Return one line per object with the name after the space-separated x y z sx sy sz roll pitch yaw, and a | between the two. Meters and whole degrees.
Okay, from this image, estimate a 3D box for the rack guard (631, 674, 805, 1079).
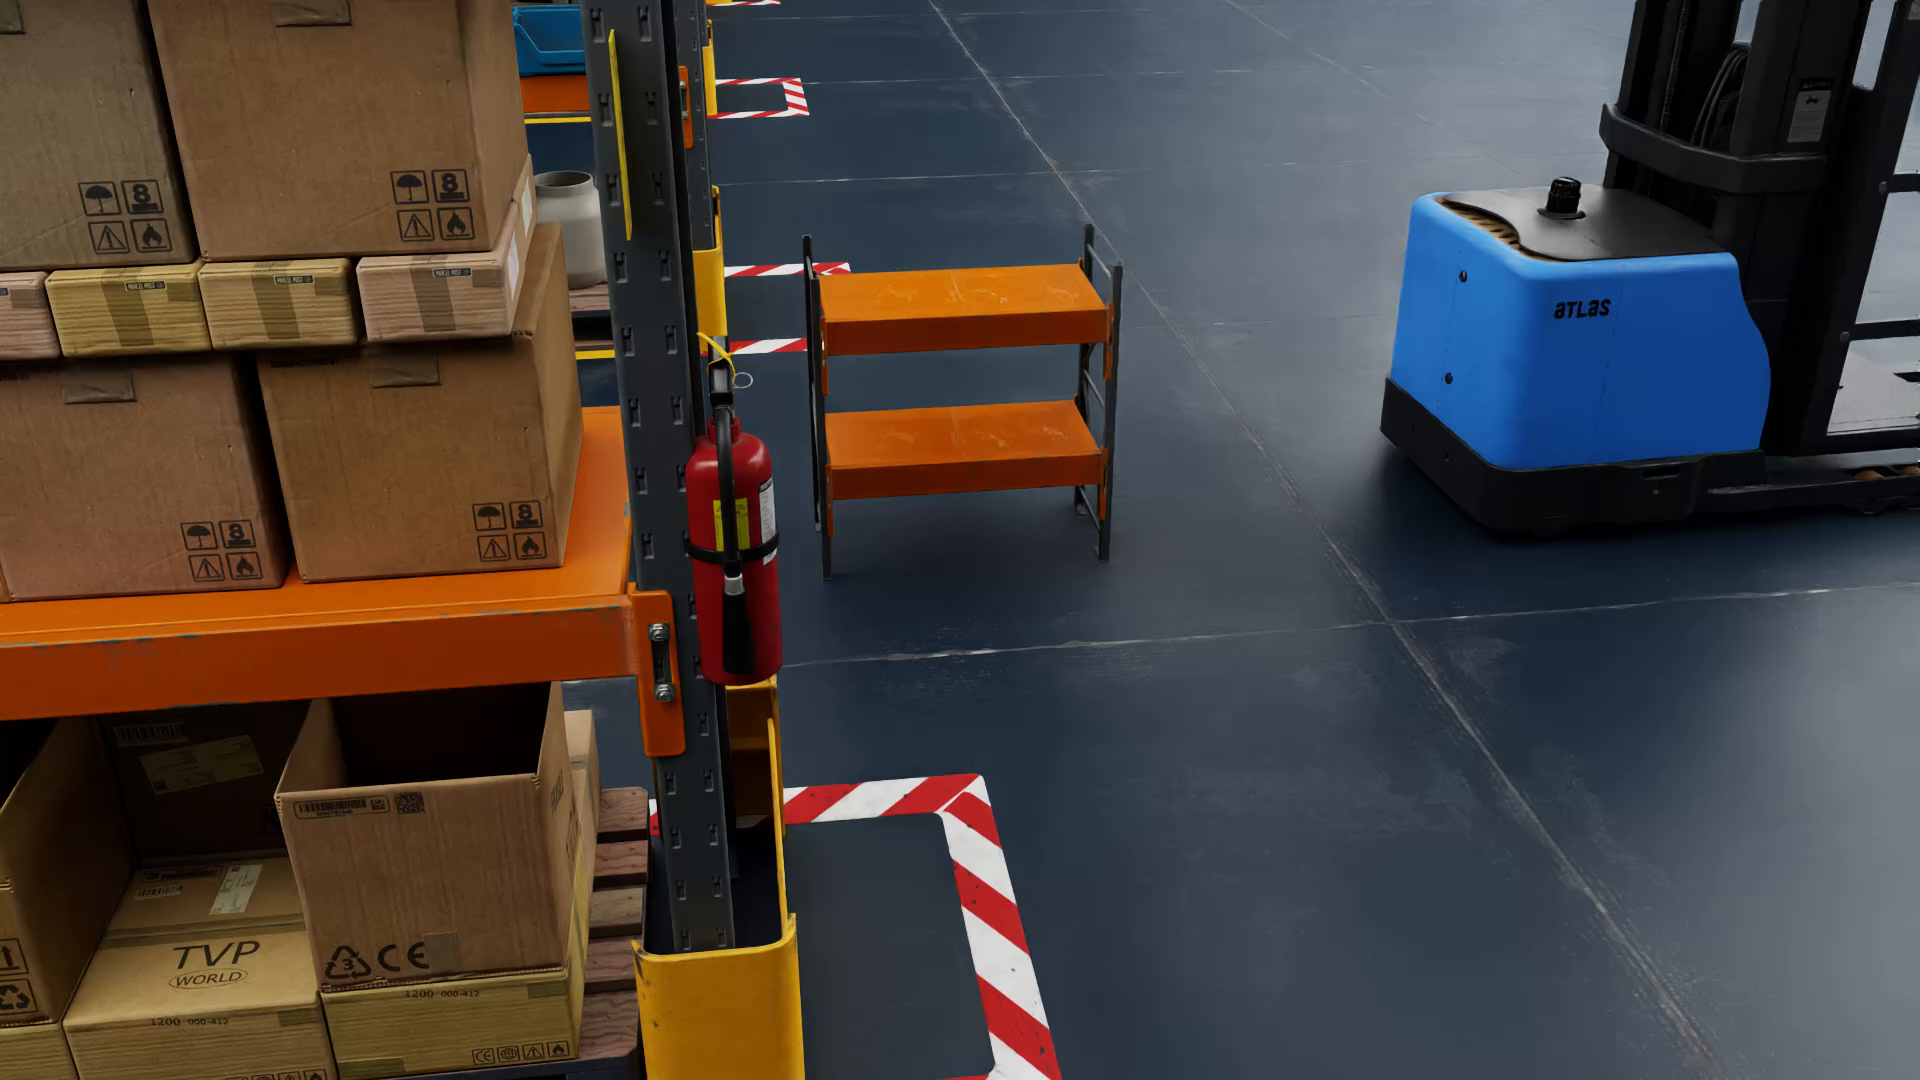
-0.594 0.823 4.098 0.348 0.500 1.175 -4 27 -7 | rack guard

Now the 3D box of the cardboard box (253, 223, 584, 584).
-1.082 -0.308 3.455 0.500 0.500 0.700 -4 27 -7 | cardboard box

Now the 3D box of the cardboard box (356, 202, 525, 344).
-0.970 -0.510 3.138 0.250 0.149 0.380 -4 27 -8 | cardboard box

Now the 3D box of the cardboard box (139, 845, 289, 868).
-1.674 0.716 4.120 0.500 0.250 0.500 -4 27 -7 | cardboard box

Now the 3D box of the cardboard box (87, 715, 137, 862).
-2.168 0.419 3.877 0.500 0.500 0.500 -4 27 -7 | cardboard box

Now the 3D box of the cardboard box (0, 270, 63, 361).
-1.731 -0.461 3.043 0.250 0.149 0.380 -3 27 -6 | cardboard box

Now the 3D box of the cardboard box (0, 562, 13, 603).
-2.094 -0.243 3.329 0.500 0.500 0.700 -3 27 -7 | cardboard box

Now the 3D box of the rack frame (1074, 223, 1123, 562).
0.497 -0.532 6.055 0.032 1.125 0.500 -4 27 -7 | rack frame

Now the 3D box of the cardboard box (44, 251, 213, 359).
-1.482 -0.476 3.073 0.250 0.149 0.380 -4 27 -8 | cardboard box

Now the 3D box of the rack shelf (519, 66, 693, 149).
-3.285 -2.080 7.805 4.000 0.370 1.077 -4 27 -7 | rack shelf

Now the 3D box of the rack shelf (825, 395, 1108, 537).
-0.007 -0.282 6.104 1.000 0.278 0.538 -4 27 -7 | rack shelf

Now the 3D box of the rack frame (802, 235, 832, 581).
-0.510 -0.468 5.929 0.032 1.125 0.500 -4 27 -7 | rack frame

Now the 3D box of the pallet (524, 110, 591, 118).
-2.879 -3.485 12.810 1.213 0.211 1.003 -4 27 -7 | pallet

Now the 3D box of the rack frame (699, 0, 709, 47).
-1.994 -4.766 12.253 0.127 3.000 1.000 -4 27 -7 | rack frame

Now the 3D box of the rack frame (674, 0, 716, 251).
-1.304 -2.527 7.889 0.127 3.000 1.000 -4 27 -7 | rack frame

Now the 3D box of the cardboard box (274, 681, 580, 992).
-1.107 0.584 3.556 0.500 0.500 0.500 -4 27 -7 | cardboard box

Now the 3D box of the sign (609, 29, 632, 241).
-0.556 -0.662 2.726 0.005 0.325 0.100 -4 27 -7 | sign

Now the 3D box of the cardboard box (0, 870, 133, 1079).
-2.096 0.987 3.593 0.500 0.250 0.500 -4 27 -7 | cardboard box

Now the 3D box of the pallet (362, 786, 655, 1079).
-1.369 1.021 4.029 1.213 0.211 1.003 -4 27 -7 | pallet

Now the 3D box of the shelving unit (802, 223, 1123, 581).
-0.007 -0.500 5.992 1.048 1.125 0.538 -4 27 -7 | shelving unit

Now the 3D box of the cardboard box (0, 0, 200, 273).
-1.654 -0.846 3.082 0.500 0.500 0.700 -4 27 -8 | cardboard box

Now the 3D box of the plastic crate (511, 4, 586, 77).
-1.758 -2.294 7.597 0.616 0.251 0.499 -4 27 -7 | plastic crate

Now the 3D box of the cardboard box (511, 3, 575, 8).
-3.202 -3.755 12.560 0.500 0.500 0.500 3 27 6 | cardboard box

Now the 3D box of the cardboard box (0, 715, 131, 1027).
-2.096 0.654 3.419 0.500 0.500 0.500 -4 27 -7 | cardboard box

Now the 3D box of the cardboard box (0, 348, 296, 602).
-1.601 -0.272 3.385 0.500 0.500 0.700 -3 27 -6 | cardboard box

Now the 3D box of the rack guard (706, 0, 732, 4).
-2.561 -5.904 17.209 0.348 0.500 1.175 -4 27 -7 | rack guard

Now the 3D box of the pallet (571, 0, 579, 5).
-3.366 -5.688 17.104 1.213 0.211 1.003 -4 27 -7 | pallet

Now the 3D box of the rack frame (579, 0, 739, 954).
-0.618 -0.287 3.524 0.127 3.000 1.000 -4 27 -7 | rack frame

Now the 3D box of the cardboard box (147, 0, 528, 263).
-1.134 -0.882 3.152 0.500 0.500 0.700 -4 27 -7 | cardboard box

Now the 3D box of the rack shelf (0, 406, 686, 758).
-2.598 0.160 3.441 4.000 0.370 1.077 -4 27 -7 | rack shelf

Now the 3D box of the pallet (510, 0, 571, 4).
-4.571 -5.612 16.955 1.213 0.211 1.003 -4 27 -7 | pallet

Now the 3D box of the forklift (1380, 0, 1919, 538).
3.335 -1.636 6.228 3.031 2.935 1.130 -5 28 -10 | forklift

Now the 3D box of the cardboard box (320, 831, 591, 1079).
-1.108 0.917 3.729 0.500 0.250 0.500 -4 27 -7 | cardboard box

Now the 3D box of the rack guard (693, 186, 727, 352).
-1.373 -1.389 8.409 0.348 0.500 1.175 -4 27 -7 | rack guard

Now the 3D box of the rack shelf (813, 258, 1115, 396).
-0.007 -0.760 5.859 1.000 0.278 0.538 -4 27 -7 | rack shelf

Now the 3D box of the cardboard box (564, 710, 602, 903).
-1.180 0.683 4.186 0.500 0.250 0.500 -4 27 -7 | cardboard box

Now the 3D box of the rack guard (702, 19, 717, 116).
-2.069 -3.649 12.814 0.348 0.500 1.175 -4 27 -7 | rack guard

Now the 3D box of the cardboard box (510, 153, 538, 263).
-1.036 -0.693 3.494 0.250 0.149 0.380 -4 27 -7 | cardboard box

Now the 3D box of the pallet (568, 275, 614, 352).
-2.178 -1.211 8.379 1.213 0.211 1.003 -4 27 -7 | pallet

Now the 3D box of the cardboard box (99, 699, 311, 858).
-1.675 0.382 3.951 0.500 0.500 0.500 -4 27 -7 | cardboard box

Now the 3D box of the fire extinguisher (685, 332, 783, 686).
-0.436 -0.050 3.147 0.183 0.674 0.296 -4 27 -7 | fire extinguisher

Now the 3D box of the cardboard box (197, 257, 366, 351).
-1.229 -0.493 3.104 0.250 0.149 0.380 -3 27 -6 | cardboard box

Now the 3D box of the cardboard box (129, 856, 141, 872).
-2.170 0.748 4.059 0.500 0.250 0.500 -4 27 -7 | cardboard box

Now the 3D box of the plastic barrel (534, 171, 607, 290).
-1.945 -1.530 8.212 0.421 0.512 0.421 0 27 0 | plastic barrel

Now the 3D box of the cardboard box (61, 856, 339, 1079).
-1.601 0.954 3.657 0.500 0.250 0.500 -4 27 -7 | cardboard box
